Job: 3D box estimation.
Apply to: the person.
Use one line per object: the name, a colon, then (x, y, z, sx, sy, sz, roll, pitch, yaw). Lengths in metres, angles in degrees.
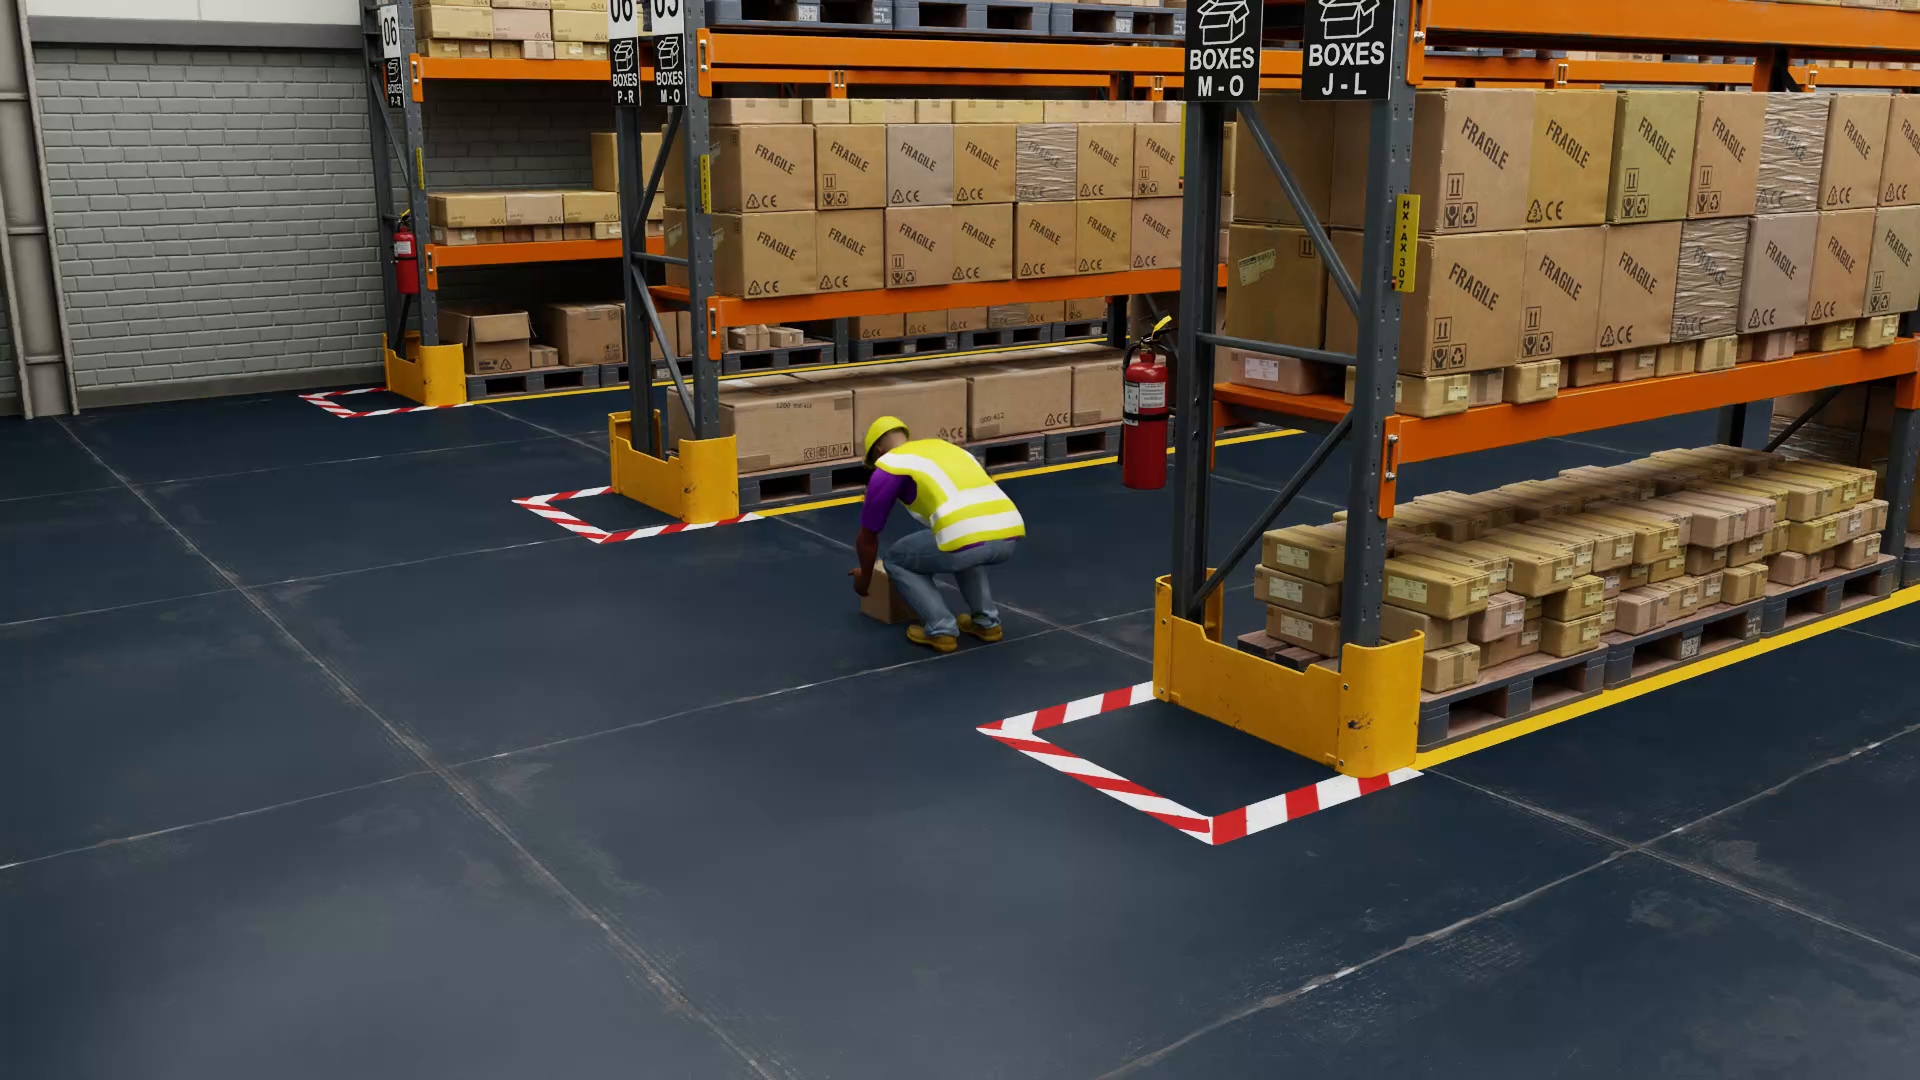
person: (-0.128, -0.036, 7.666, 0.584, 0.994, 0.894, -10, 18, -35)
